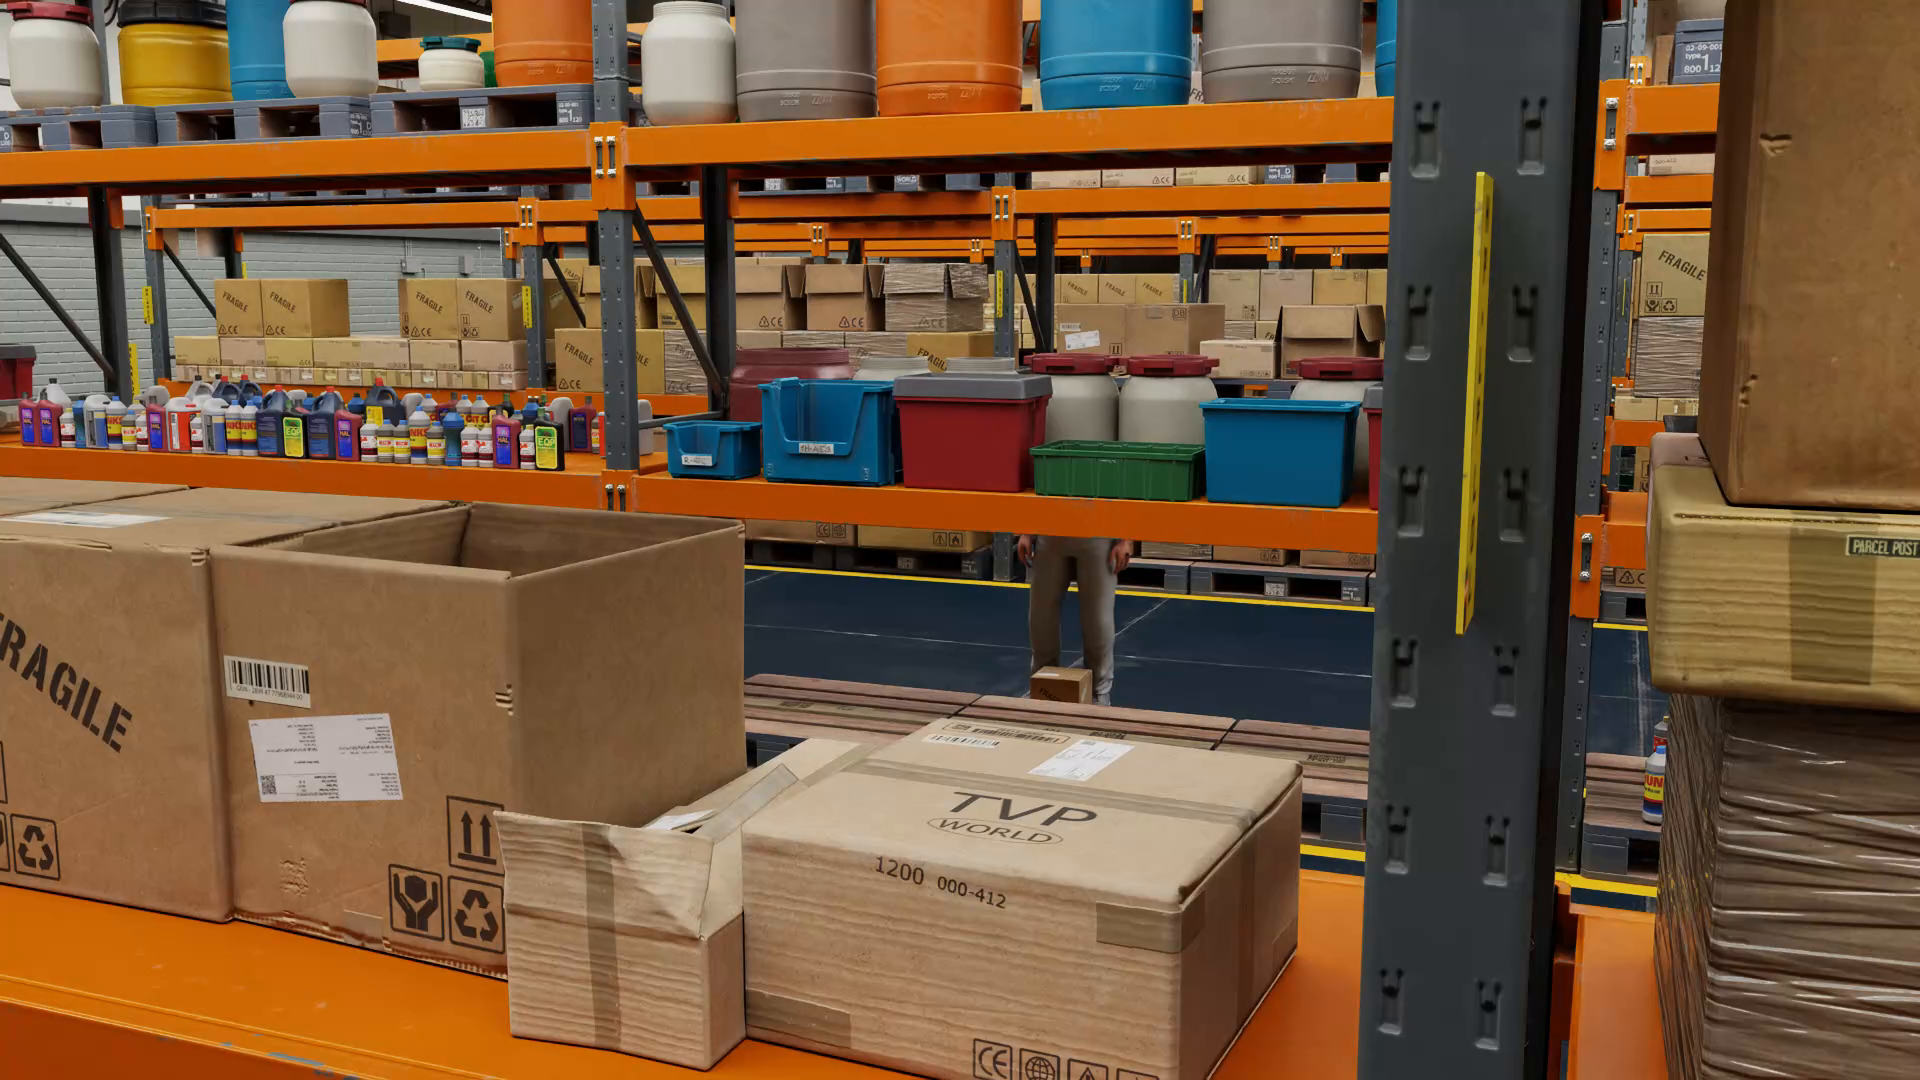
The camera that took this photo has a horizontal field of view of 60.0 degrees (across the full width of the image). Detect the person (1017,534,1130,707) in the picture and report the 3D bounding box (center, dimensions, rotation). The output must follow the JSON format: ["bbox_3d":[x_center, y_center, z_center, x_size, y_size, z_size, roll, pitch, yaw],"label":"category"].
[{"bbox_3d":[0.585,-0.003,8.338,0.585,1.748,0.432,3,9,21],"label":"person"}]
